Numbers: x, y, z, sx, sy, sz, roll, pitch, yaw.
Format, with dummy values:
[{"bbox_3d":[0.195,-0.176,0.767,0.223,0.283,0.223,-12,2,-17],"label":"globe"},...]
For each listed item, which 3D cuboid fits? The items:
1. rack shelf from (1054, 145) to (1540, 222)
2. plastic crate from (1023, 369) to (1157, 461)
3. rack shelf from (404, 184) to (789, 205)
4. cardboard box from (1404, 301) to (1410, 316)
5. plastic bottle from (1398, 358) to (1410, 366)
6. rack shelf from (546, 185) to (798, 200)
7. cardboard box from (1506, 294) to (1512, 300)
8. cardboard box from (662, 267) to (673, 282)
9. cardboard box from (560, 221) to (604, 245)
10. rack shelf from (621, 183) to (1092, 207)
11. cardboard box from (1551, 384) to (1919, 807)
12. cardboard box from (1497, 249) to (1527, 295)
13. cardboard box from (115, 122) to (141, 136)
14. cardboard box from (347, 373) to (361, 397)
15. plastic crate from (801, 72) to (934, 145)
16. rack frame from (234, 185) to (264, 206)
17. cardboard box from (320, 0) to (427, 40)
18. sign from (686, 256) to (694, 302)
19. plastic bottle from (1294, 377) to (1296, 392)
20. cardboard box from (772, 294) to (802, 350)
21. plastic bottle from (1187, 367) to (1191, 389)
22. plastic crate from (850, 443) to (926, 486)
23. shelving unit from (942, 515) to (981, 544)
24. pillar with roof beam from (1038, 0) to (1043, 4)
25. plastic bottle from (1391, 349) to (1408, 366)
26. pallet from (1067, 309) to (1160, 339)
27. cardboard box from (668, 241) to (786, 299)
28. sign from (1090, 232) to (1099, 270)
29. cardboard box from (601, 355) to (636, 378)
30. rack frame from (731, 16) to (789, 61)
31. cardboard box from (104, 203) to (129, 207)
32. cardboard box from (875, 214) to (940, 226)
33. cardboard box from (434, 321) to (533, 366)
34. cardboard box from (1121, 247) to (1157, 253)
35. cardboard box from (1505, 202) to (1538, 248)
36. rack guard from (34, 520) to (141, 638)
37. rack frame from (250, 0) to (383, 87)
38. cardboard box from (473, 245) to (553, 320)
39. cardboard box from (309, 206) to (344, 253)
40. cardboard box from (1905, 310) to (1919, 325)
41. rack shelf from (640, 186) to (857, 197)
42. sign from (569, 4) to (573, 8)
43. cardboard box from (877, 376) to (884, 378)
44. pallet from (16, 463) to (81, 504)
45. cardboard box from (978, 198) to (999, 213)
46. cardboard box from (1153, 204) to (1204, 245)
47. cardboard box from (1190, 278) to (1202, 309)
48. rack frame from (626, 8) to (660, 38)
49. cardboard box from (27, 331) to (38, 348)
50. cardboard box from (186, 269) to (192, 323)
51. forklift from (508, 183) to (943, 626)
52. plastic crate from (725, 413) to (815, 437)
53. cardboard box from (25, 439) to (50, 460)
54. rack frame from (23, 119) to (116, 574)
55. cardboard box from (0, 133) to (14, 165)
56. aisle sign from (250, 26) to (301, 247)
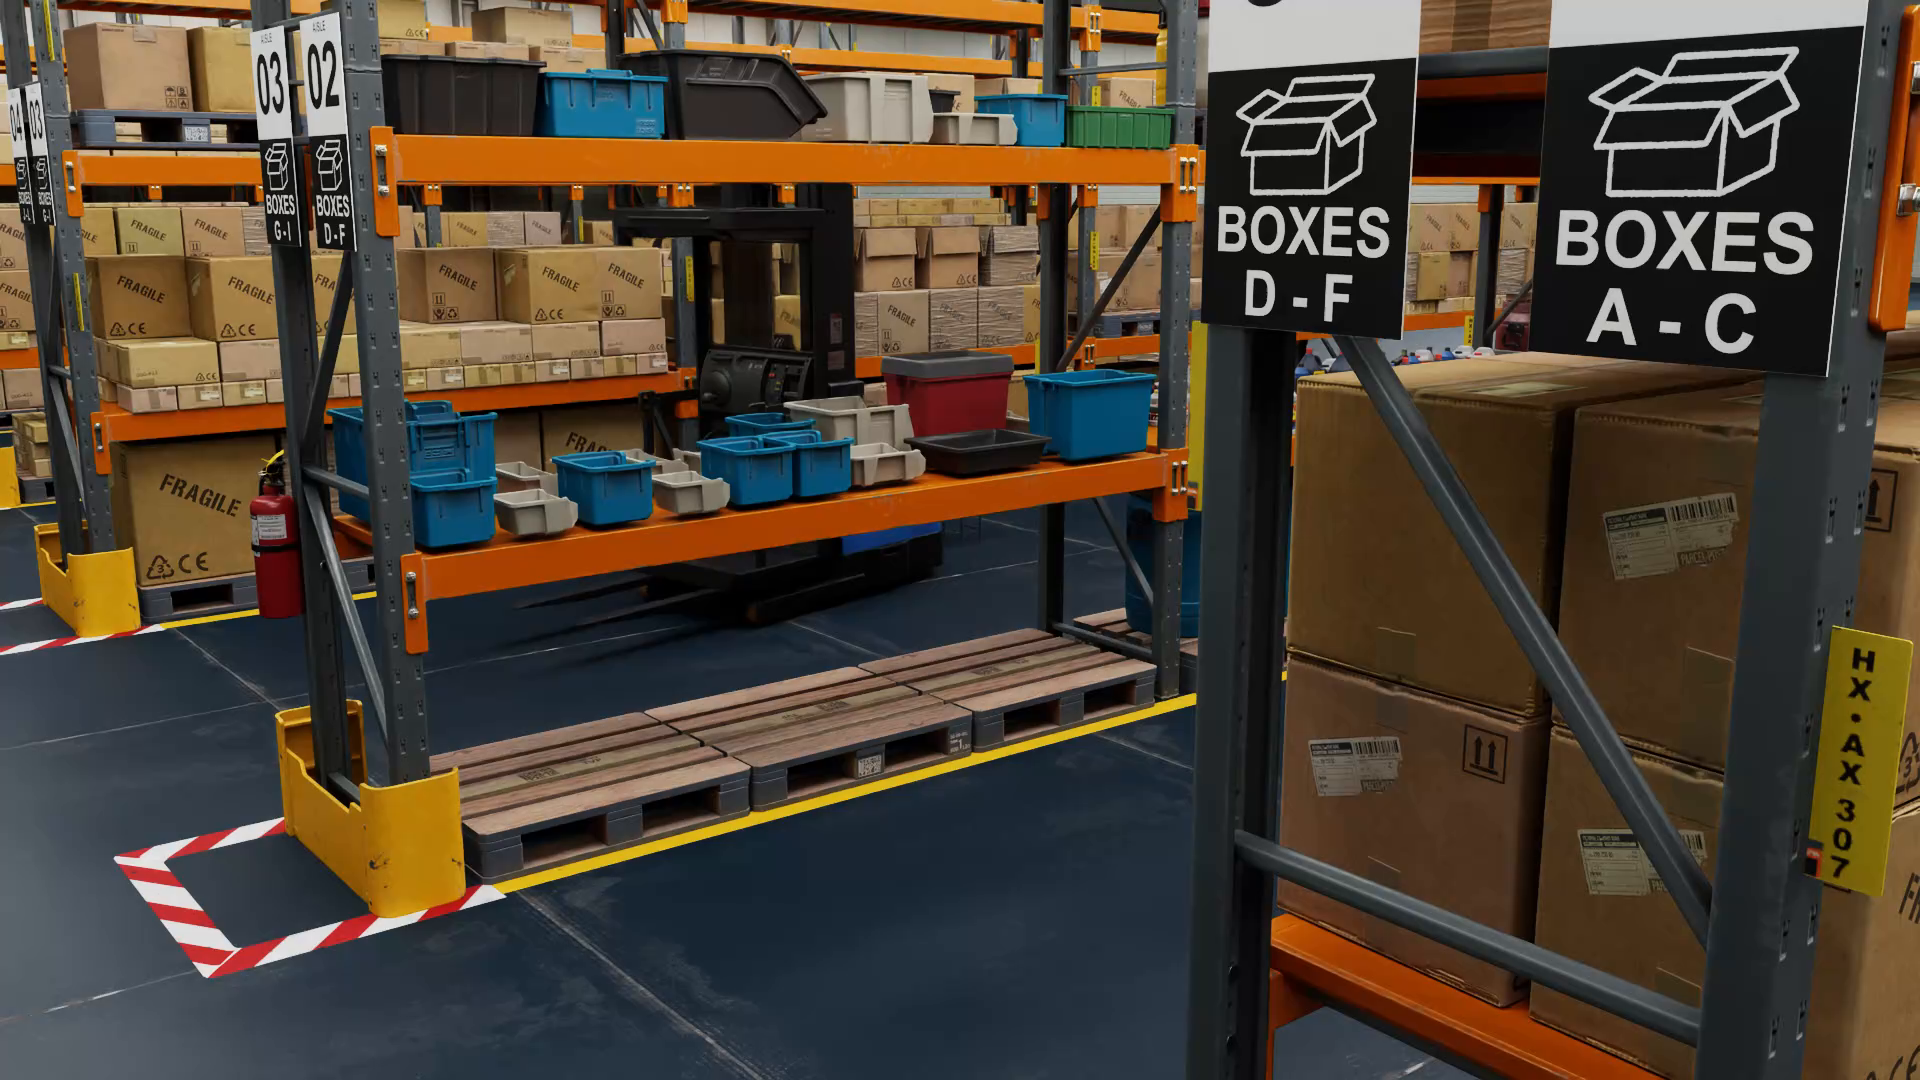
[{"bbox_3d":[2.353,-2.091,9.763,4.000,0.370,1.077,-9,15,-38],"label":"rack shelf"},{"bbox_3d":[0.640,-0.621,8.227,0.575,0.384,0.392,-9,15,-38],"label":"plastic crate"},{"bbox_3d":[-3.760,-3.711,17.396,4.000,0.370,1.077,-9,15,-38],"label":"rack shelf"},{"bbox_3d":[4.503,-2.444,17.520,0.250,0.149,0.380,-9,15,-38],"label":"cardboard box"},{"bbox_3d":[2.574,-0.885,9.696,0.185,0.351,0.144,-9,15,-38],"label":"plastic bottle"},{"bbox_3d":[-3.808,-5.020,23.560,4.000,0.370,1.077,-9,15,-38],"label":"rack shelf"},{"bbox_3d":[6.008,-2.718,18.812,0.250,0.149,0.380,-9,15,-38],"label":"cardboard box"},{"bbox_3d":[-3.103,-2.812,17.527,0.250,0.149,0.380,-10,15,-38],"label":"cardboard box"},{"bbox_3d":[-5.189,-4.149,22.980,0.500,0.500,0.500,-10,16,-39],"label":"cardboard box"},{"bbox_3d":[-0.741,-2.894,13.546,4.000,0.370,1.077,-9,15,-38],"label":"rack shelf"},{"bbox_3d":[1.271,0.054,2.503,0.500,0.500,0.500,-9,15,-36],"label":"cardboard box"},{"bbox_3d":[5.888,-3.061,18.868,0.500,0.500,0.875,-9,15,-38],"label":"cardboard box"},{"bbox_3d":[-7.132,-3.602,14.308,0.500,0.250,0.500,-9,15,-37],"label":"cardboard box"},{"bbox_3d":[-3.940,-1.037,10.895,0.250,0.149,0.380,-10,15,-38],"label":"cardboard box"},{"bbox_3d":[-0.408,-1.843,7.152,0.530,0.282,0.437,-9,15,-38],"label":"plastic crate"},{"bbox_3d":[-8.493,-3.126,20.130,0.127,3.000,1.000,-9,15,-38],"label":"rack frame"},{"bbox_3d":[-3.842,-3.398,10.889,0.500,0.250,0.500,-10,16,-39],"label":"cardboard box"},{"bbox_3d":[-1.955,-1.891,12.040,0.005,0.325,0.100,-9,15,-38],"label":"sign"},{"bbox_3d":[1.955,-0.899,9.950,0.097,0.271,0.097,0,12,0],"label":"plastic bottle"},{"bbox_3d":[-1.395,-1.652,12.948,0.500,0.500,0.500,-9,15,-38],"label":"cardboard box"},{"bbox_3d":[1.305,-0.864,9.594,0.185,0.351,0.144,-9,15,-38],"label":"plastic bottle"},{"bbox_3d":[-0.380,-0.341,7.505,0.466,0.136,0.293,-9,15,-38],"label":"plastic crate"},{"bbox_3d":[0.011,-0.589,12.513,0.189,1.200,0.258,-9,15,-38],"label":"shelving unit"},{"bbox_3d":[4.041,-8.559,31.270,0.548,9.000,9.100,-9,15,-38],"label":"pillar with roof beam"},{"bbox_3d":[2.881,-1.104,10.887,0.133,0.283,0.061,-9,15,-38],"label":"plastic bottle"},{"bbox_3d":[1.311,-2.054,15.542,1.003,0.211,1.213,-9,15,-38],"label":"pallet"},{"bbox_3d":[-1.809,-2.143,12.843,0.637,0.503,0.797,-10,16,-39],"label":"cardboard box"},{"bbox_3d":[1.170,-2.515,14.463,0.005,0.325,0.100,-9,15,-38],"label":"sign"},{"bbox_3d":[-2.537,-1.270,11.992,0.250,0.149,0.380,-9,15,-37],"label":"cardboard box"},{"bbox_3d":[-2.199,-5.790,18.232,0.127,3.000,1.000,-9,15,-38],"label":"rack frame"},{"bbox_3d":[-9.573,-3.734,18.784,0.250,0.149,0.380,-10,15,-39],"label":"cardboard box"},{"bbox_3d":[-0.650,-3.649,19.946,0.500,0.500,0.700,-10,15,-38],"label":"cardboard box"},{"bbox_3d":[-3.284,-1.357,11.445,0.500,0.250,0.500,-9,15,-37],"label":"cardboard box"},{"bbox_3d":[2.116,-3.624,22.112,0.550,0.550,0.875,-9,15,-38],"label":"cardboard box"},{"bbox_3d":[6.406,-3.582,18.914,0.500,0.500,0.500,-9,15,-38],"label":"cardboard box"},{"bbox_3d":[-5.445,0.226,10.361,0.348,0.500,1.175,-9,15,-38],"label":"rack guard"},{"bbox_3d":[-2.332,-3.131,5.710,0.127,3.000,1.000,-9,15,-38],"label":"rack frame"},{"bbox_3d":[-3.226,-1.875,12.075,0.500,0.500,0.500,-9,15,-38],"label":"cardboard box"},{"bbox_3d":[-5.921,-2.847,15.452,0.500,0.500,0.500,-10,16,-39],"label":"cardboard box"},{"bbox_3d":[2.535,-0.301,4.175,0.500,0.500,0.500,-10,16,-39],"label":"cardboard box"},{"bbox_3d":[-3.789,-6.344,29.793,4.000,0.370,1.077,-9,15,-38],"label":"rack shelf"},{"bbox_3d":[-5.020,-7.025,21.416,0.005,0.325,0.100,-9,15,-38],"label":"sign"},{"bbox_3d":[-0.432,-1.004,14.237,0.875,0.875,1.225,-9,15,-37],"label":"cardboard box"},{"bbox_3d":[-7.730,-0.563,14.772,1.213,0.211,1.003,-9,15,-38],"label":"pallet"},{"bbox_3d":[0.215,-5.201,26.536,0.500,0.500,0.700,-9,15,-37],"label":"cardboard box"},{"bbox_3d":[2.840,-4.316,22.774,0.550,0.550,0.875,-9,15,-38],"label":"cardboard box"},{"bbox_3d":[2.273,-2.350,15.825,0.500,0.250,0.500,-10,16,-39],"label":"cardboard box"},{"bbox_3d":[-5.350,-7.904,28.185,0.127,3.000,1.000,-9,15,-38],"label":"rack frame"},{"bbox_3d":[-7.815,-1.723,14.127,0.250,0.149,0.380,-9,15,-36],"label":"cardboard box"},{"bbox_3d":[-6.736,-2.228,14.941,0.500,0.500,0.500,-10,16,-39],"label":"cardboard box"},{"bbox_3d":[-1.433,-1.026,10.403,1.130,2.935,3.031,9,15,38],"label":"forklift"},{"bbox_3d":[-0.888,-0.452,7.795,0.300,0.233,0.416,-9,15,-38],"label":"plastic crate"},{"bbox_3d":[-7.876,-0.800,14.312,0.250,0.149,0.380,-9,15,-35],"label":"cardboard box"},{"bbox_3d":[-5.426,-1.000,10.116,0.127,3.000,1.000,-9,15,-38],"label":"rack frame"},{"bbox_3d":[-7.935,-3.228,13.750,0.500,0.250,0.500,-9,15,-36],"label":"cardboard box"},{"bbox_3d":[-2.571,-1.506,6.243,0.004,0.787,0.394,-9,15,-38],"label":"aisle sign"}]
